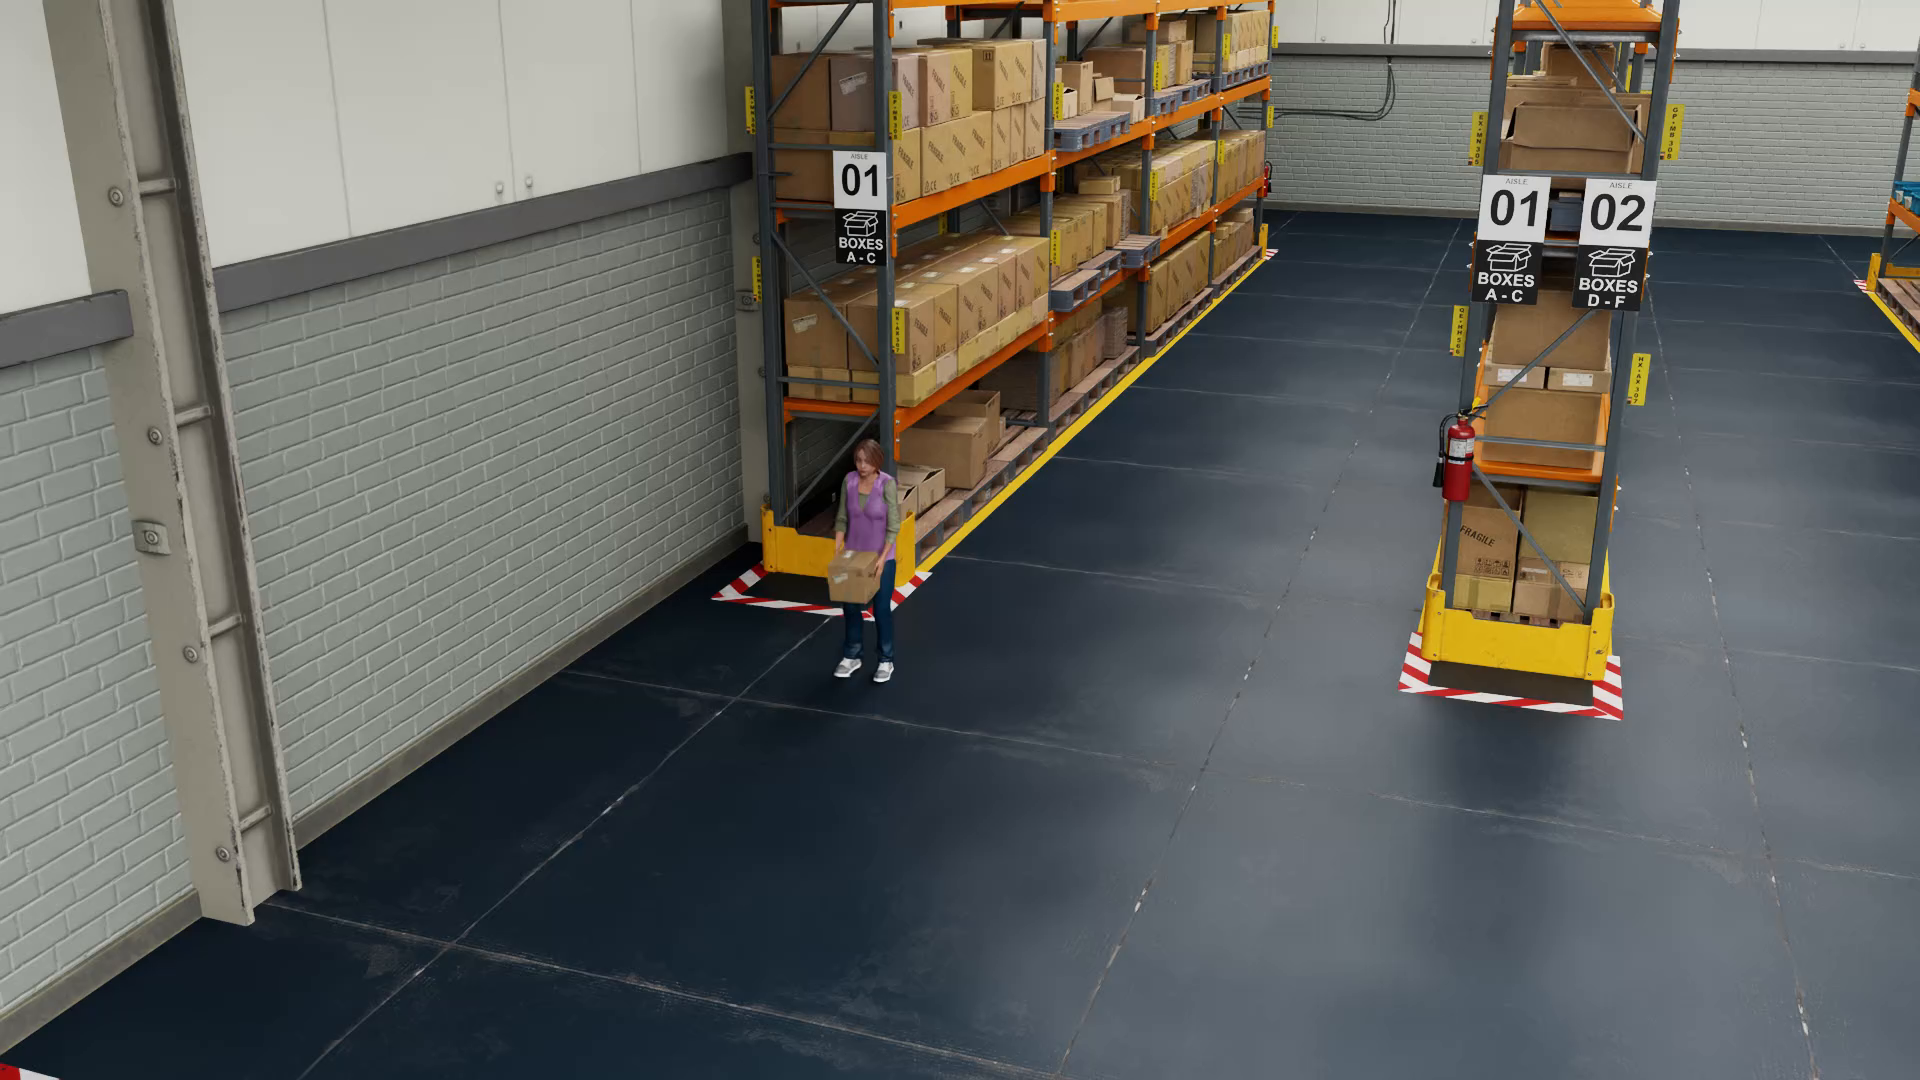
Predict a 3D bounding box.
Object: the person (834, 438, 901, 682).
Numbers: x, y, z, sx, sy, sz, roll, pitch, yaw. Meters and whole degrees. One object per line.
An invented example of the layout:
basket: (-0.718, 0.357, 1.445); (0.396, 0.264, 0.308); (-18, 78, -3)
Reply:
person: (-0.599, 0.130, 10.686); (0.444, 1.603, 0.398); (6, 20, 17)
